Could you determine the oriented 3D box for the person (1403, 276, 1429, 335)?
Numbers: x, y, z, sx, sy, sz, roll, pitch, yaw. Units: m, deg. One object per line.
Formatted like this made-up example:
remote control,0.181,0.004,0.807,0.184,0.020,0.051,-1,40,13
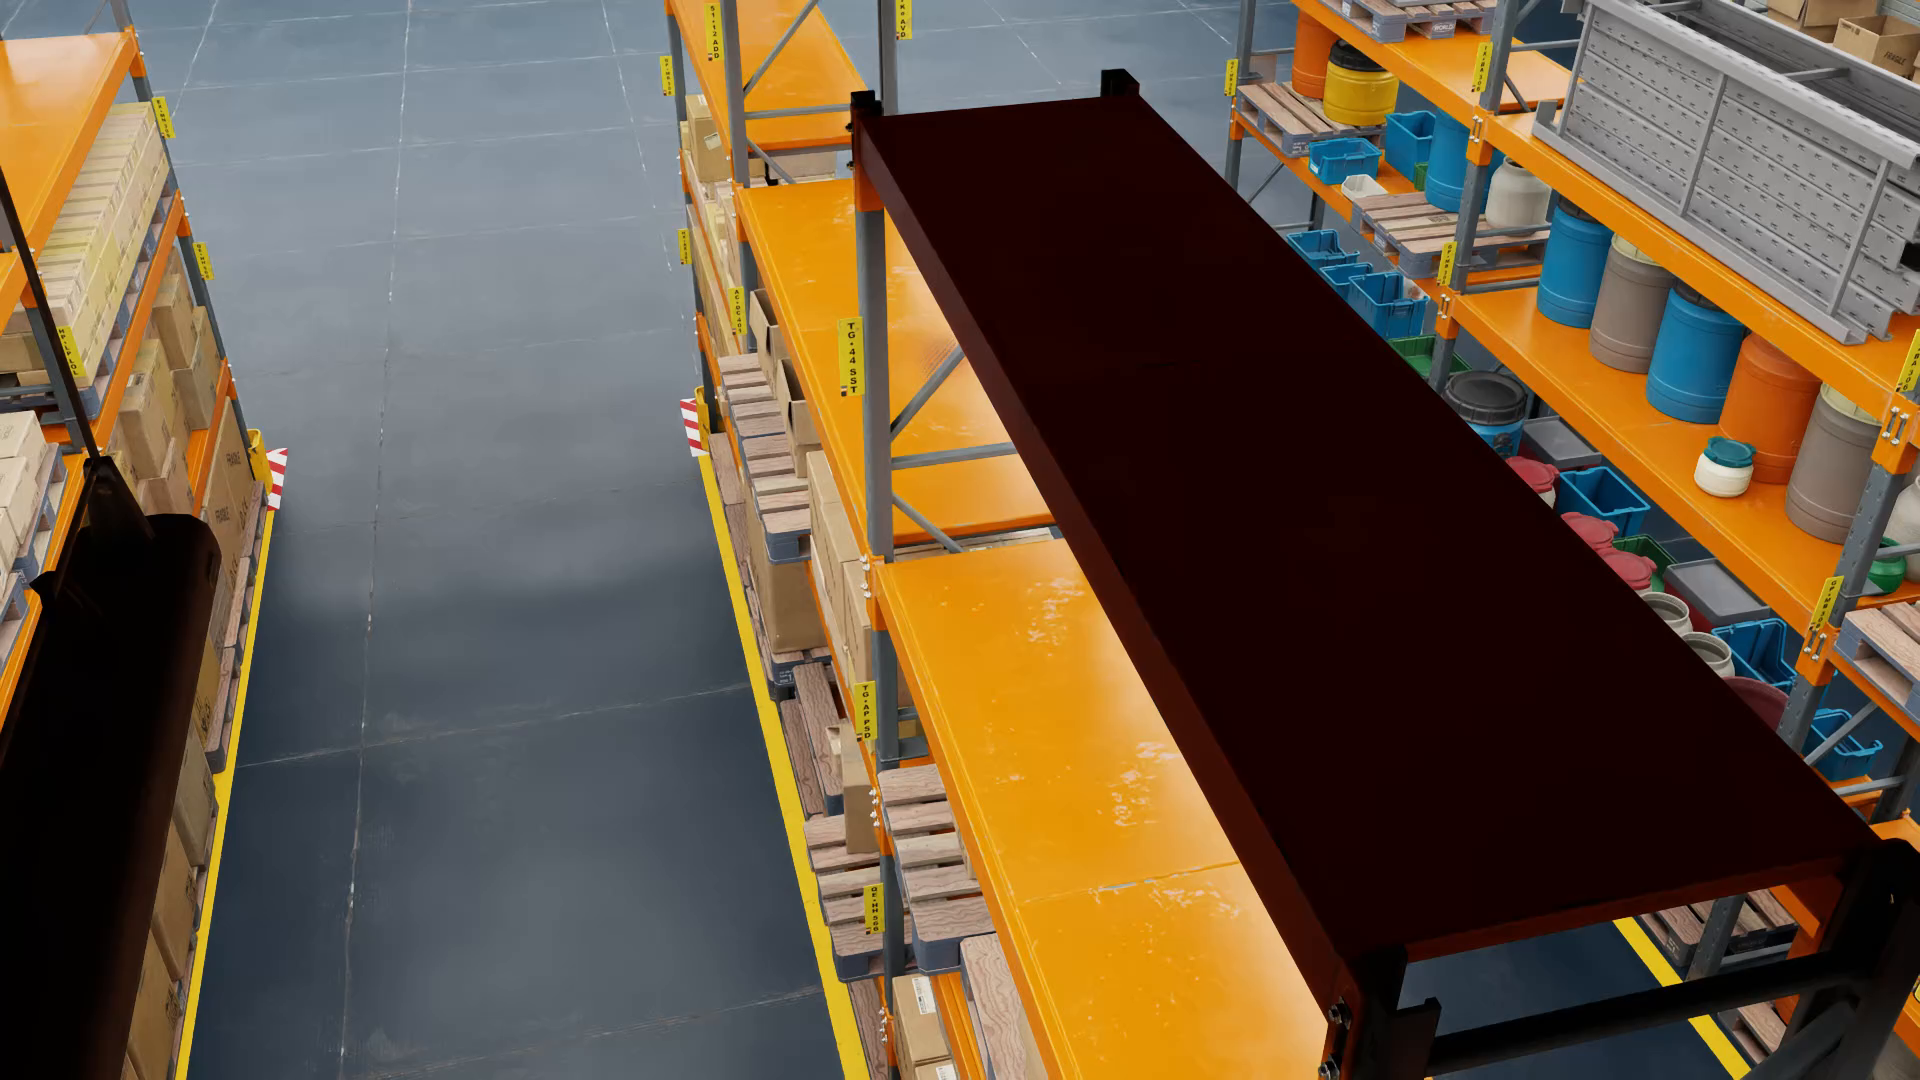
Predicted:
person,4.429,-2.575,16.271,0.424,1.792,0.681,2,34,3
